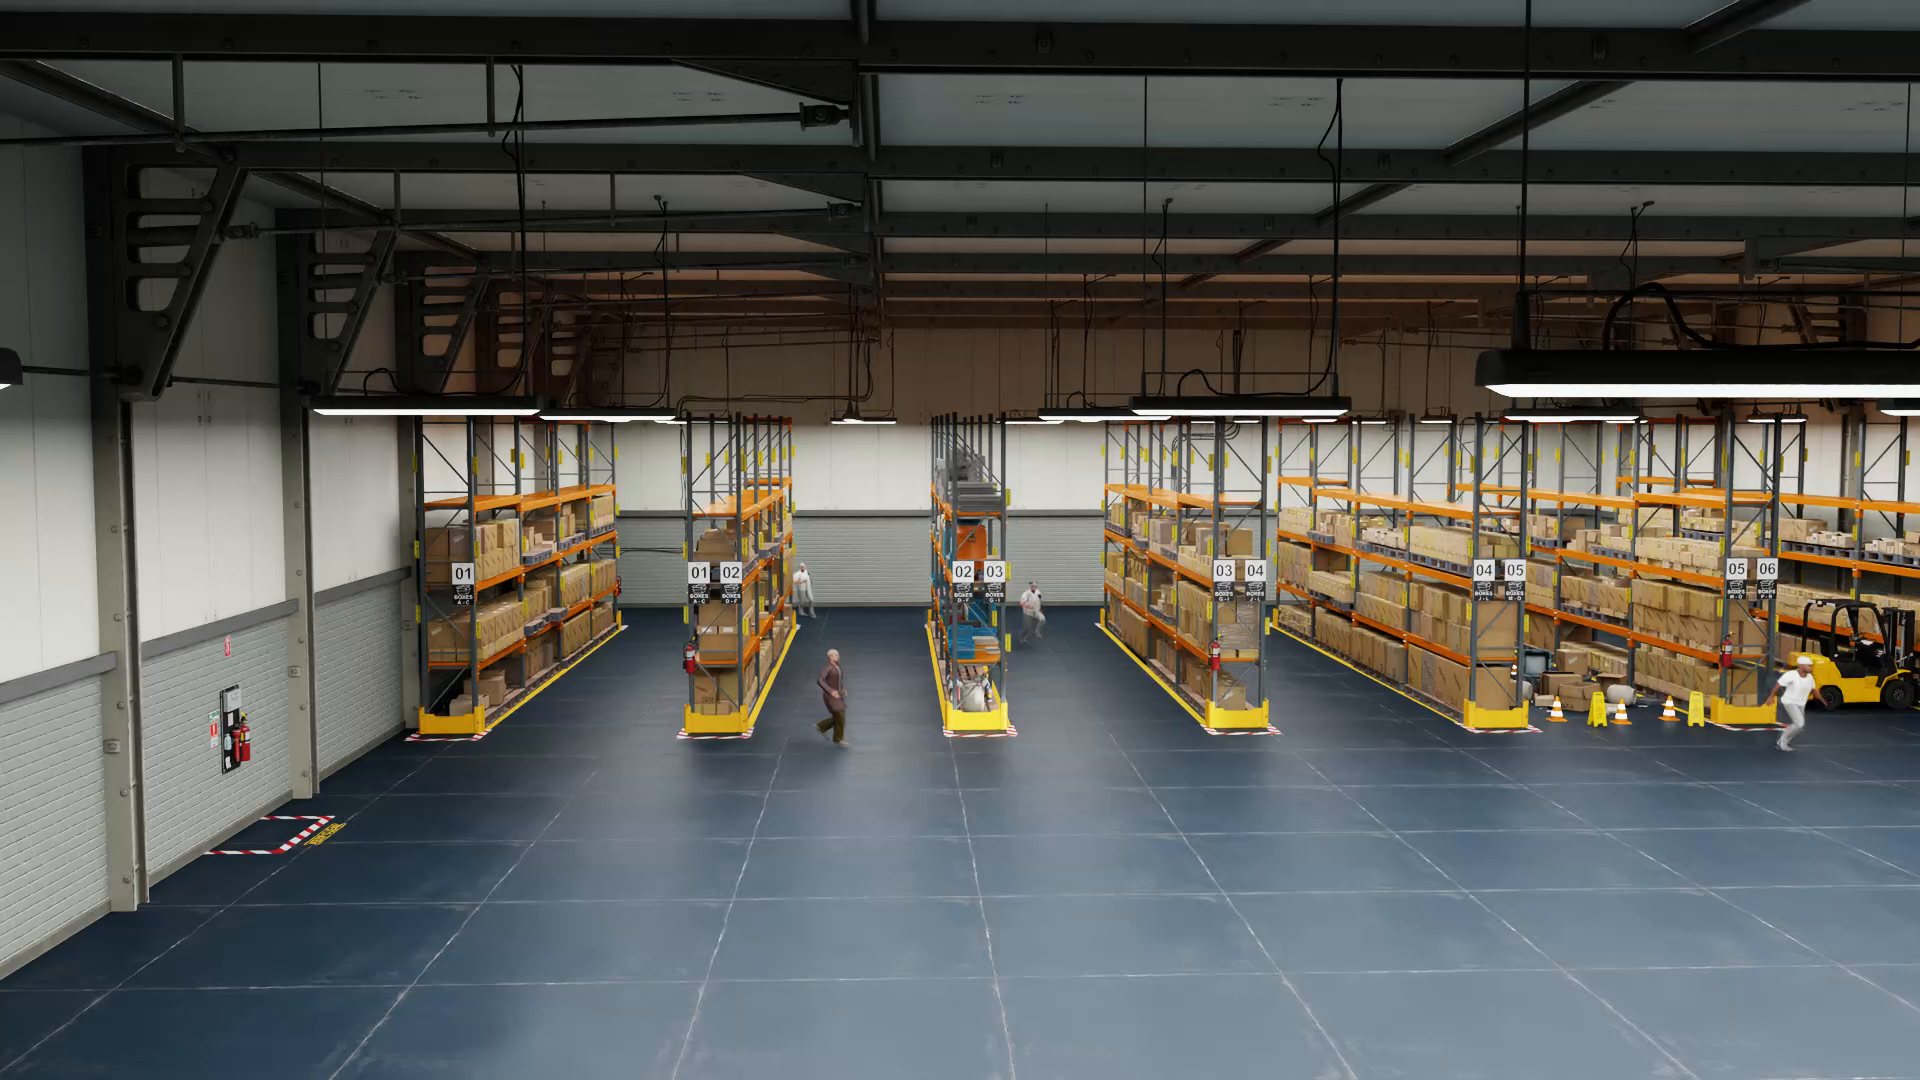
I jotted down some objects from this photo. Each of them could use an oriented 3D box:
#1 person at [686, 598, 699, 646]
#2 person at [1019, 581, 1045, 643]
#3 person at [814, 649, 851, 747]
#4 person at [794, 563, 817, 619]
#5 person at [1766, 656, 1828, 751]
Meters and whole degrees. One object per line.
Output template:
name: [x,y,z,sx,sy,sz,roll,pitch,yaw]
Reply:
person: [-6.789,1.924,43.182,0.652,1.681,0.647,0,4,-7]
person: [1.829,1.880,43.157,0.638,1.688,1.022,-1,4,-19]
person: [-2.332,2.830,29.771,0.750,1.754,0.751,2,4,21]
person: [-4.715,1.517,49.844,0.656,1.688,0.739,-2,5,-31]
person: [14.663,2.873,29.060,0.696,1.702,0.803,-2,4,-25]
